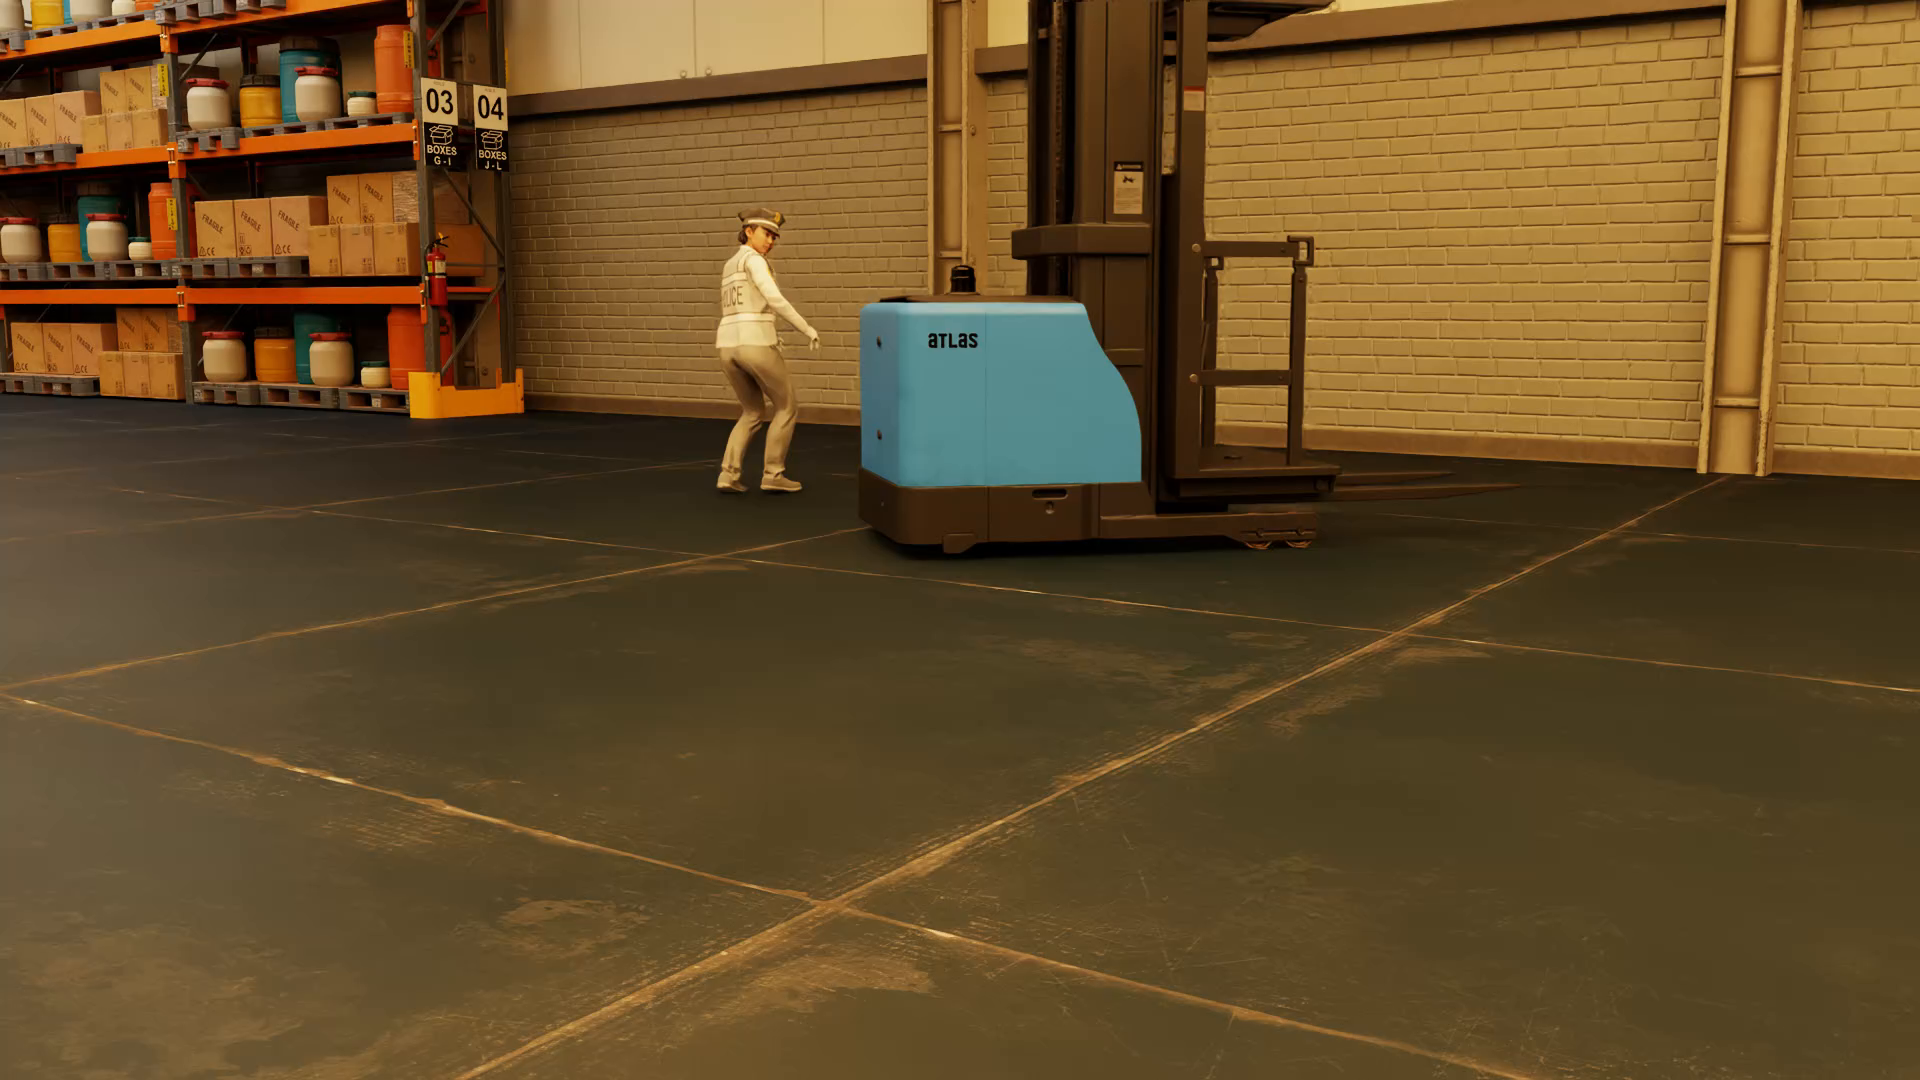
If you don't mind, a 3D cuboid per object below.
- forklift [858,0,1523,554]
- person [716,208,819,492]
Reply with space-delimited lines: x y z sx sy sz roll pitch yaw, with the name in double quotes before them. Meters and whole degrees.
"forklift" 1.097 -1.478 7.588 3.031 2.935 1.130 -2 8 -14
"person" -1.104 -1.054 9.440 0.624 1.628 0.729 -8 11 -43
